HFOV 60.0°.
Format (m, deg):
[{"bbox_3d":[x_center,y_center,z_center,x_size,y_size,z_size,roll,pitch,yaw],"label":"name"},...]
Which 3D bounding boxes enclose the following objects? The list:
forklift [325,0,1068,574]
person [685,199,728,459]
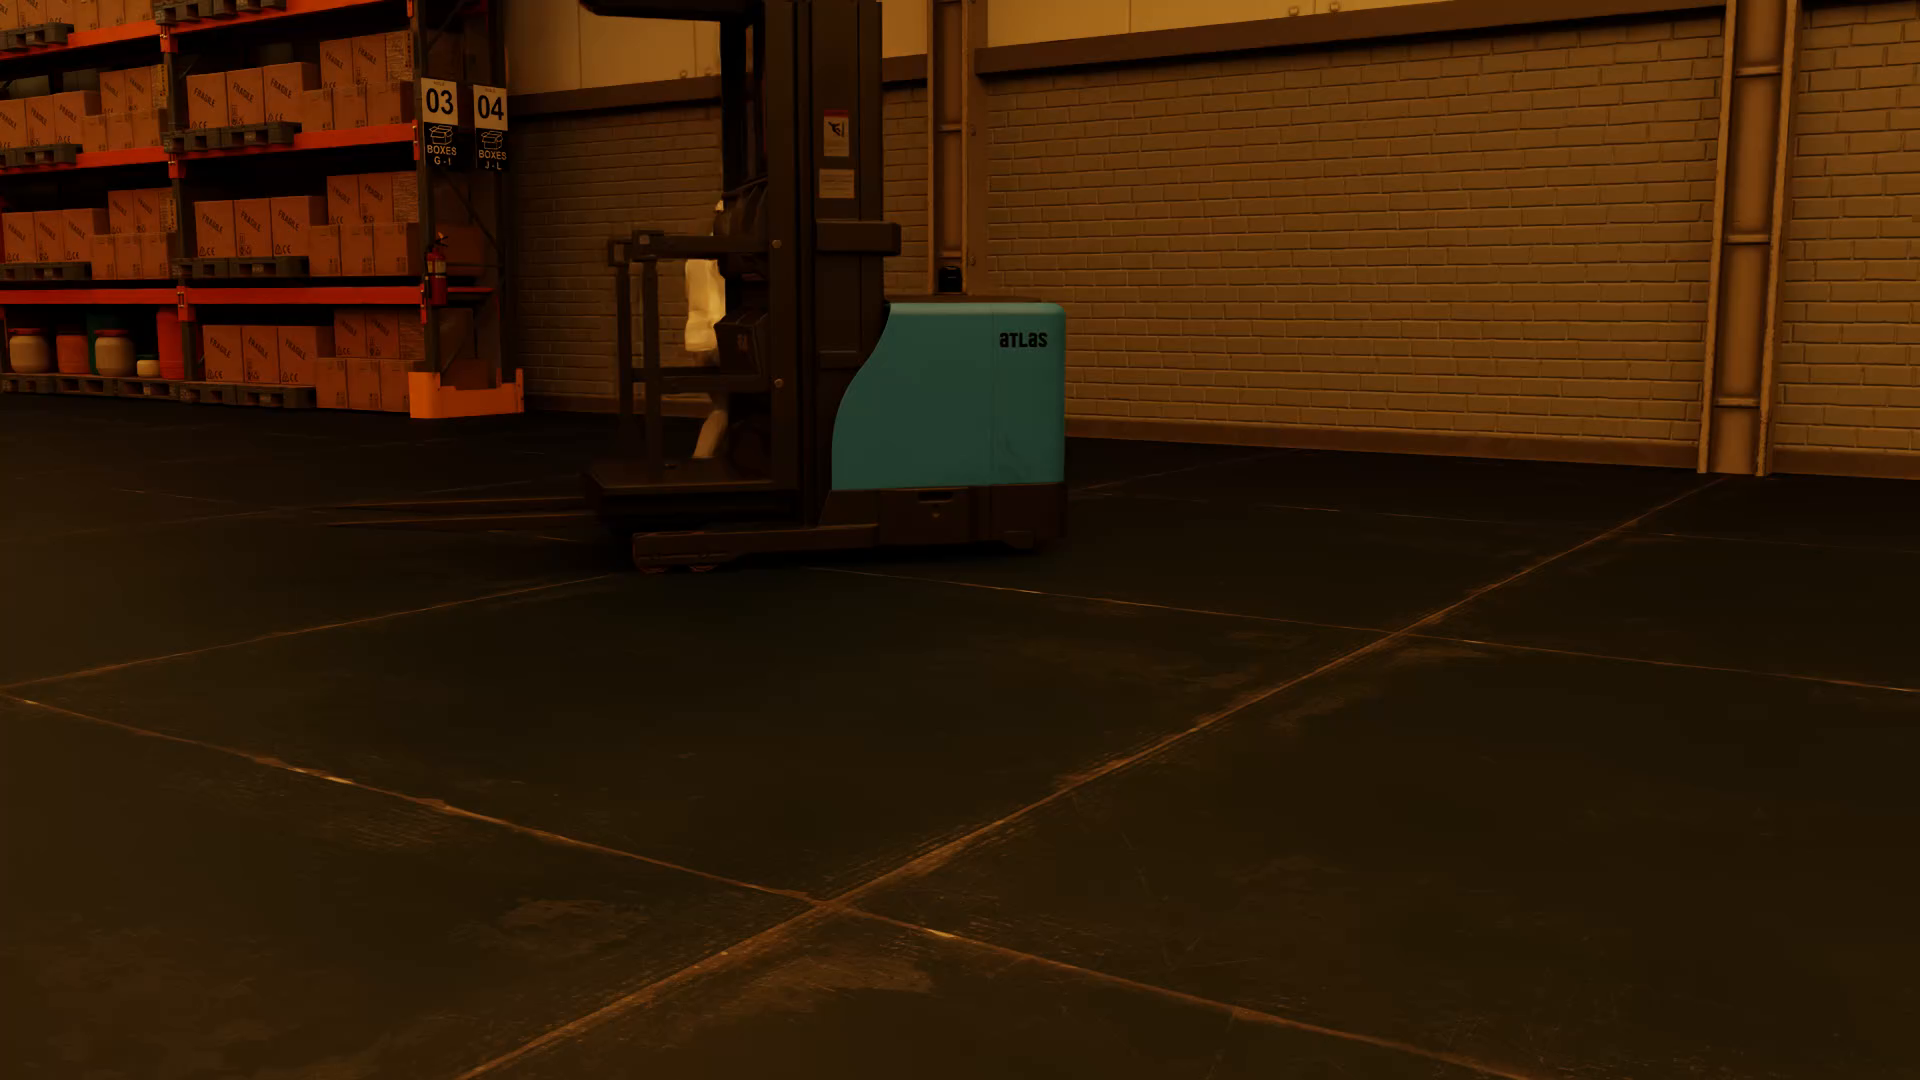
[{"bbox_3d":[-1.110,-1.397,7.017,3.031,2.935,1.130,-3,8,-17],"label":"forklift"},{"bbox_3d":[-1.233,-1.095,9.406,0.832,1.693,0.707,7,11,40],"label":"person"}]
